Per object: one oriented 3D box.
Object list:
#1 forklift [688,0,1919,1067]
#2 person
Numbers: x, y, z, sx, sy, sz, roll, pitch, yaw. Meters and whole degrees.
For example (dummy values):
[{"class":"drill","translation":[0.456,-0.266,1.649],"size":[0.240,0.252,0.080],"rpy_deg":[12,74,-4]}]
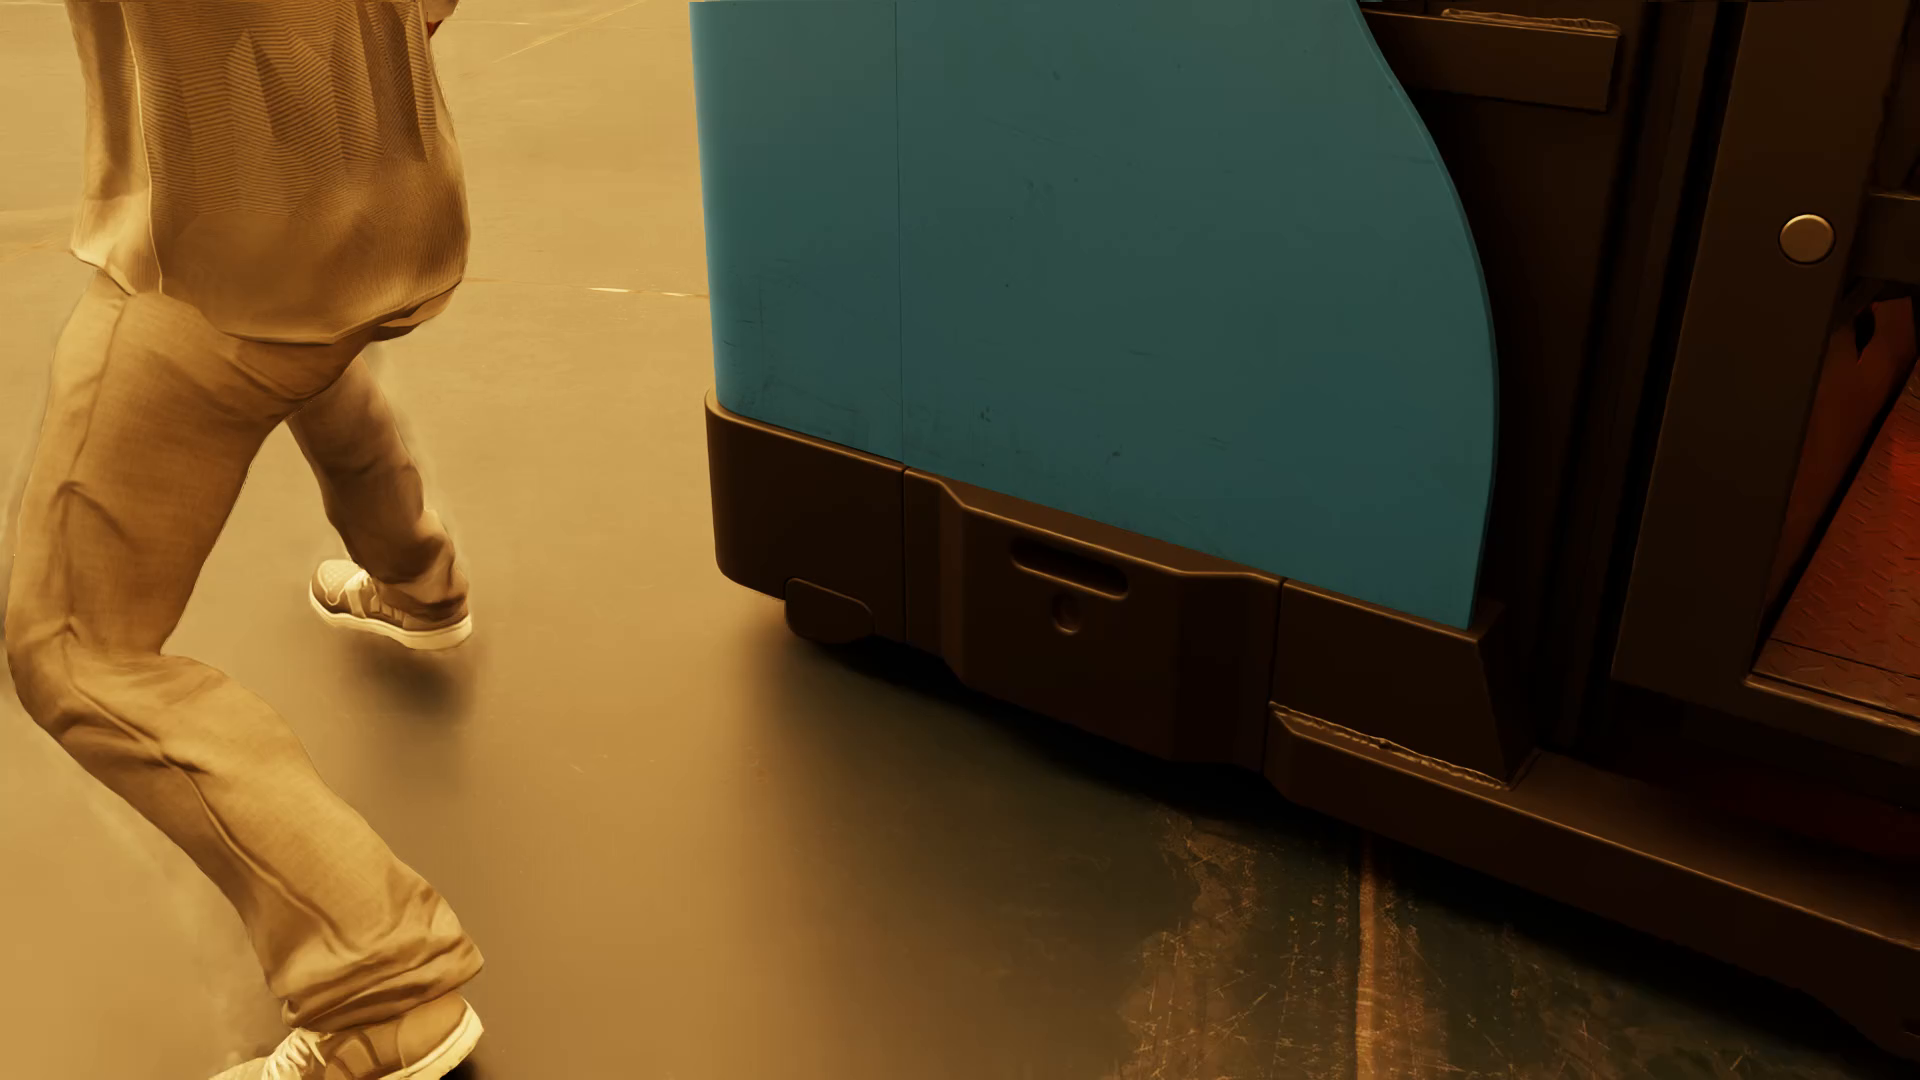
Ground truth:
[{"class":"forklift","translation":[1.162,-1.011,1.250],"size":[3.031,2.935,1.130],"rpy_deg":[18,32,31]},{"class":"person","translation":[-0.693,-0.282,1.509],"size":[0.738,1.462,0.855],"rpy_deg":[12,29,22]}]
